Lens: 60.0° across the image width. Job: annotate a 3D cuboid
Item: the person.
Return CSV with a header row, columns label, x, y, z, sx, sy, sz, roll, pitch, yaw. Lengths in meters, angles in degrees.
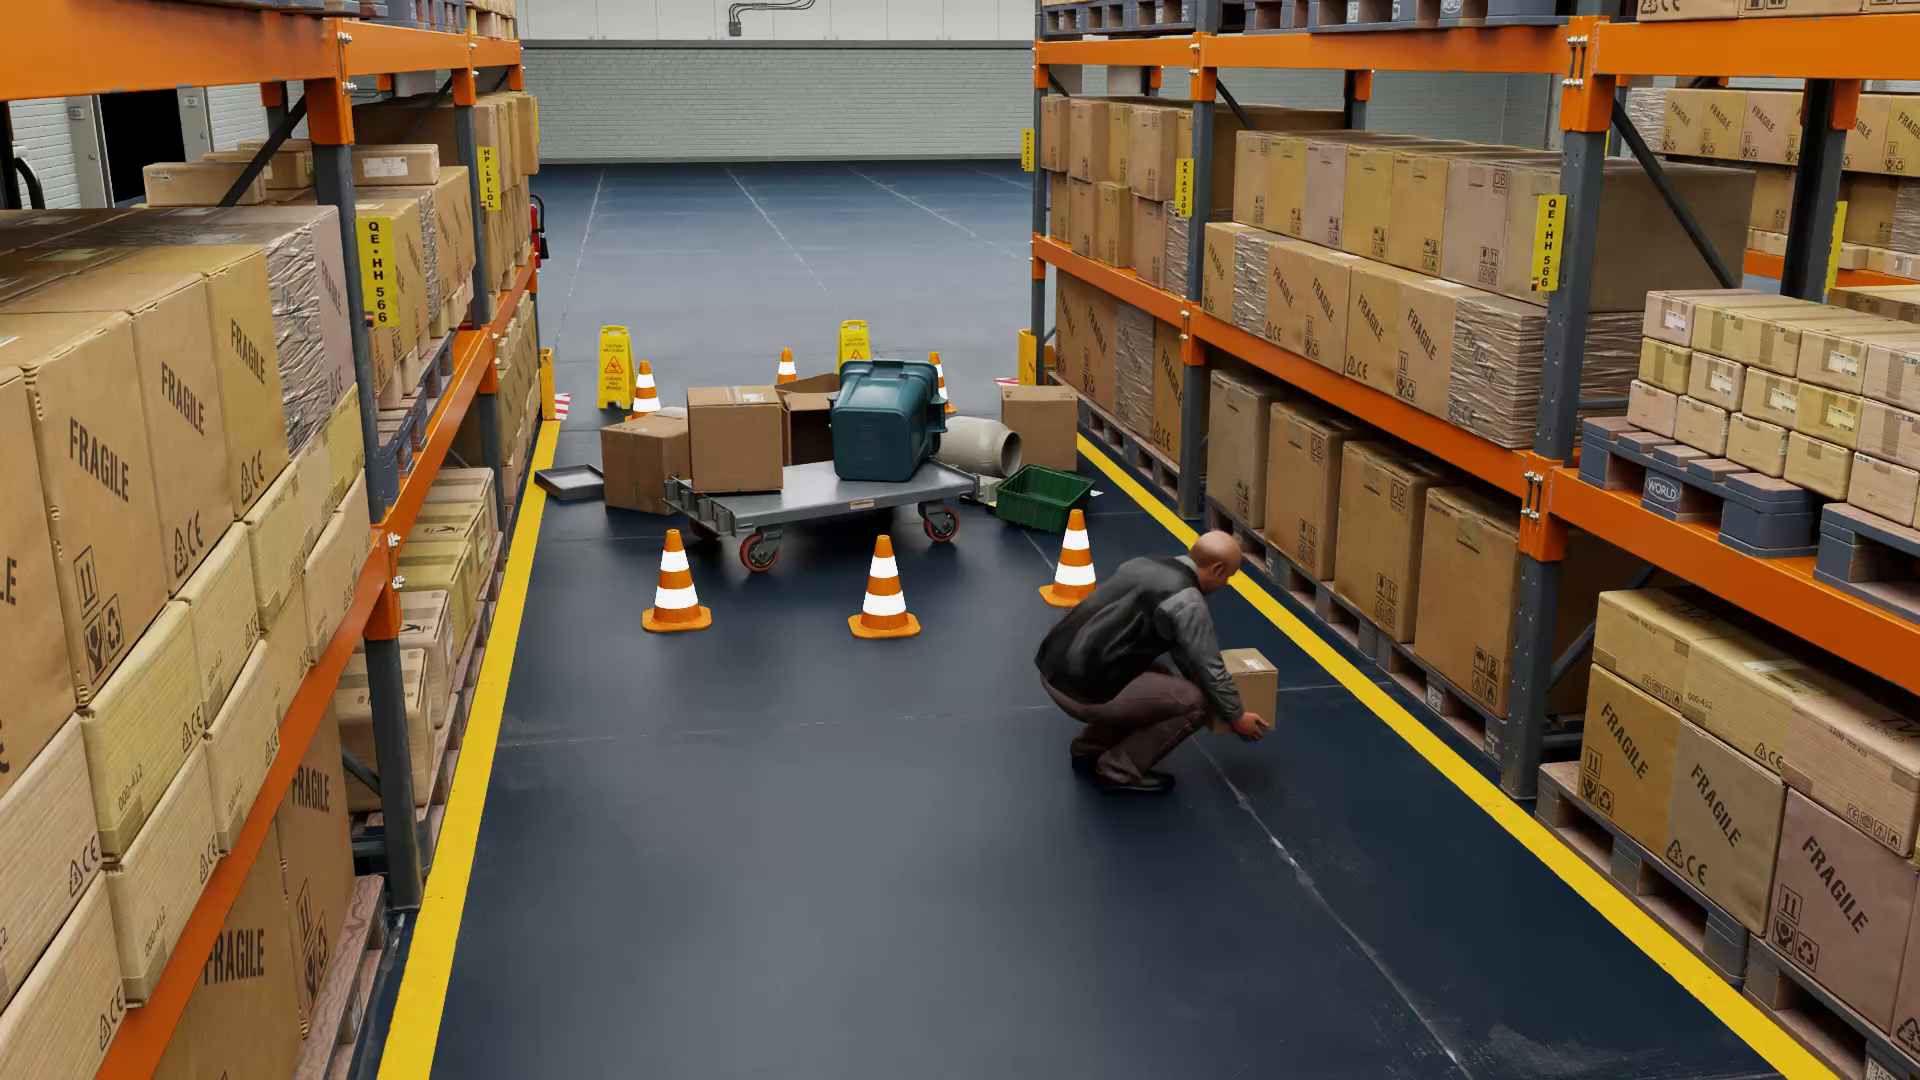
label,x,y,z,sx,sy,sz,roll,pitch,yaw
person,0.726,0.456,6.388,0.872,0.963,0.530,-3,17,-10
